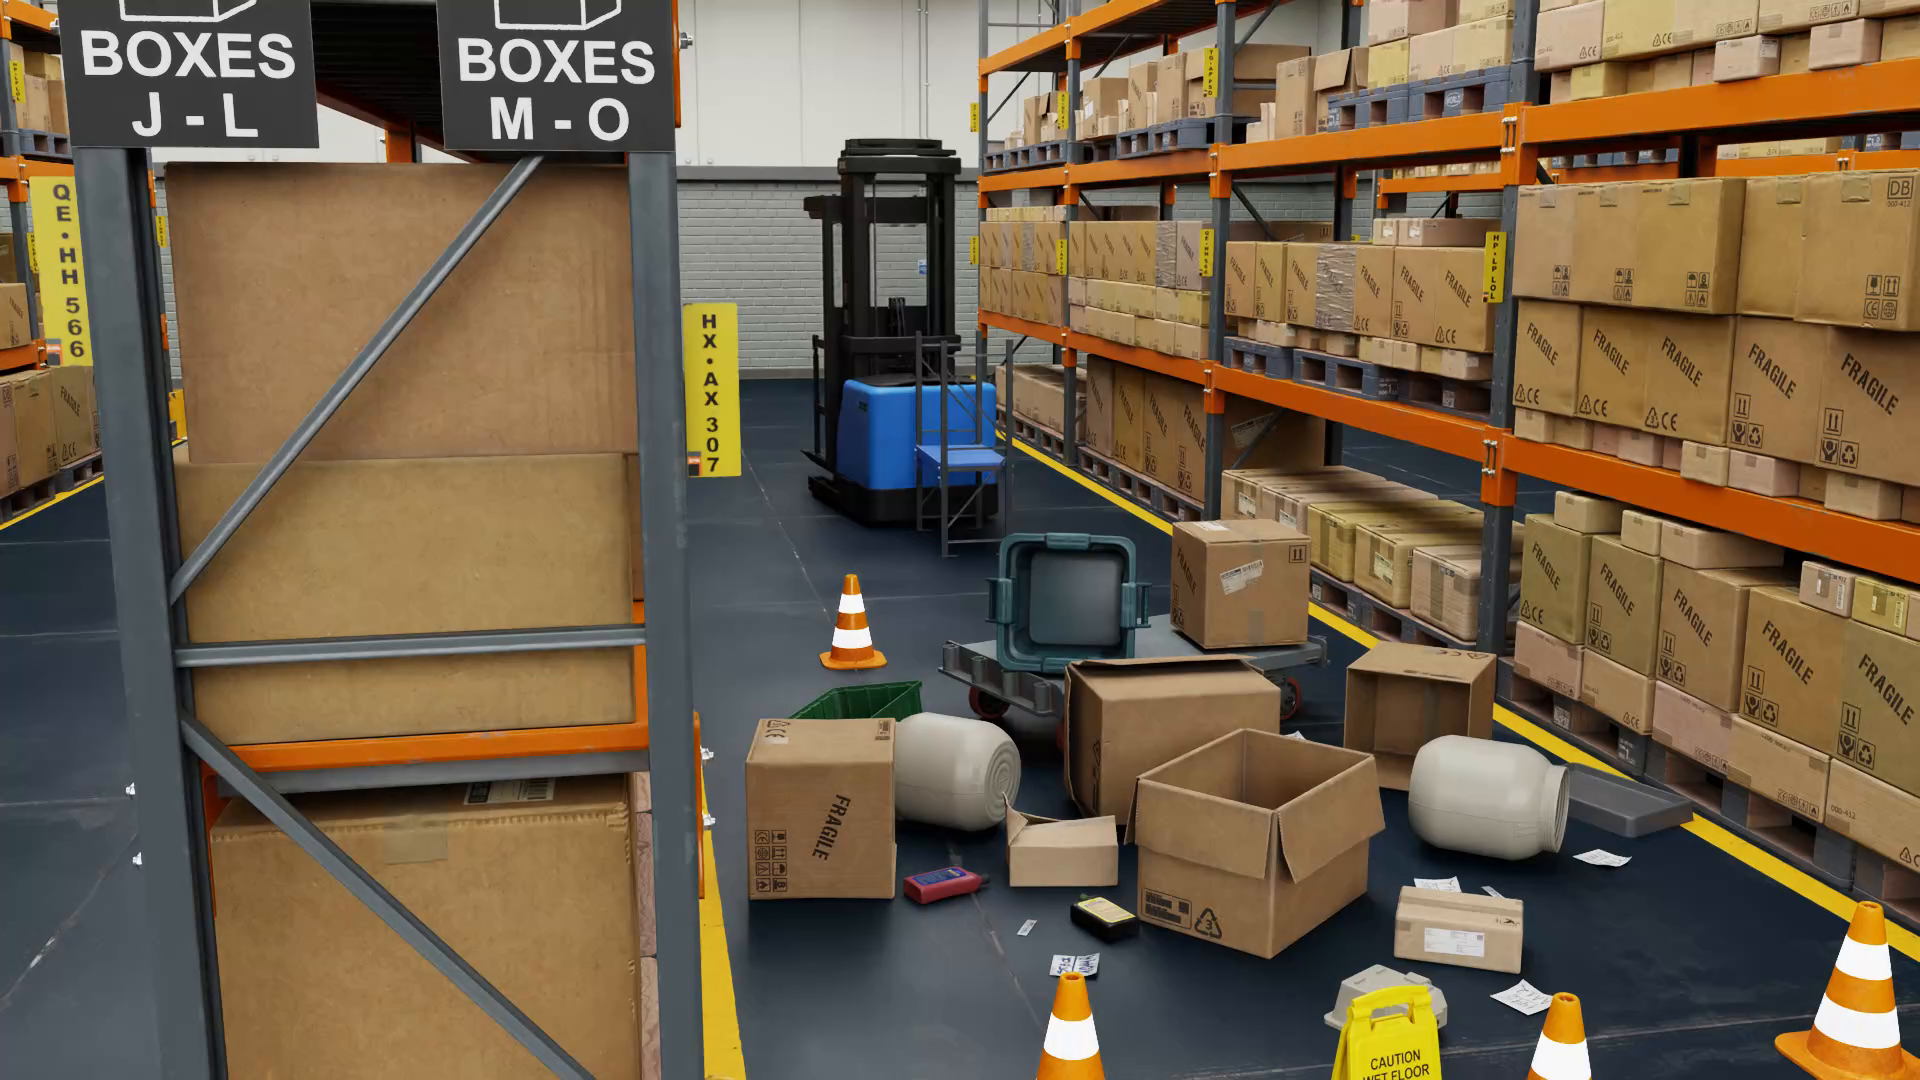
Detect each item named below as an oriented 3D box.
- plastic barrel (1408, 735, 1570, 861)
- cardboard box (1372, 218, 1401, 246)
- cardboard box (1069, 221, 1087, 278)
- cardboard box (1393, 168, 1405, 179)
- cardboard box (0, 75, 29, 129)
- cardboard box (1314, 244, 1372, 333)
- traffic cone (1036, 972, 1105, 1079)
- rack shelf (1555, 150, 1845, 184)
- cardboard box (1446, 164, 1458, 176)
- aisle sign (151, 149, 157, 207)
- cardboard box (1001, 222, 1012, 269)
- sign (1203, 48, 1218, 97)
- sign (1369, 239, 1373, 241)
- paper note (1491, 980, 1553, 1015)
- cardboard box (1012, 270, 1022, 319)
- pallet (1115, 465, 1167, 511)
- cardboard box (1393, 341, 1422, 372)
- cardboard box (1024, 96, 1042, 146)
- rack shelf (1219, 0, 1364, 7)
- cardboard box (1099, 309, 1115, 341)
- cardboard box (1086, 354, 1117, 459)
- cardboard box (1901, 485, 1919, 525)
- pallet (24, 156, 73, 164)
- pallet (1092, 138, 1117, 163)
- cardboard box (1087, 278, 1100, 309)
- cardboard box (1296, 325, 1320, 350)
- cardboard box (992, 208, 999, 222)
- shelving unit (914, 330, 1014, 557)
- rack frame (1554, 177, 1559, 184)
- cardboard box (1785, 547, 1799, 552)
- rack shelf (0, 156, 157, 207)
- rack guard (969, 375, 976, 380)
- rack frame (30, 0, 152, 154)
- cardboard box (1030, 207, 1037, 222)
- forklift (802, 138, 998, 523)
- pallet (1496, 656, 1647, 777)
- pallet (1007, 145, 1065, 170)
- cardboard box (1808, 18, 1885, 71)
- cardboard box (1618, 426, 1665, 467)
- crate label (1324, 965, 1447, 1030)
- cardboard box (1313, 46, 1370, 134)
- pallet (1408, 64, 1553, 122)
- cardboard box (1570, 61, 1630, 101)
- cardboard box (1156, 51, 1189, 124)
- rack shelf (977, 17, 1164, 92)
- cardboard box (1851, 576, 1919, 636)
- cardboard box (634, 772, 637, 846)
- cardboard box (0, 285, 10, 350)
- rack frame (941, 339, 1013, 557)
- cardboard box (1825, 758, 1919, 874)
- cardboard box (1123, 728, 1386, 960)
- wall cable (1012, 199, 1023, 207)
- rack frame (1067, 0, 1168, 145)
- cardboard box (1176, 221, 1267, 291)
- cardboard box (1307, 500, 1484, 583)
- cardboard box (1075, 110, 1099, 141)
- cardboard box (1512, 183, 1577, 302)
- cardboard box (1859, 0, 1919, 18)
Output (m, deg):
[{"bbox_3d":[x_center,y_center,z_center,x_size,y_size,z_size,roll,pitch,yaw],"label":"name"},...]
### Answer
[{"bbox_3d":[1.938,0.946,6.094,0.512,0.421,0.421,6,12,28],"label":"plastic barrel"},{"bbox_3d":[2.513,-1.701,9.192,0.380,0.149,0.250,-3,11,-13],"label":"cardboard box"},{"bbox_3d":[1.295,-2.646,15.133,0.500,0.500,0.500,-2,11,-10],"label":"cardboard box"},{"bbox_3d":[5.415,-4.395,19.913,0.380,0.149,0.250,-2,11,-10],"label":"cardboard box"},{"bbox_3d":[-8.441,-3.756,14.226,0.700,0.500,0.500,-3,11,-14],"label":"cardboard box"},{"bbox_3d":[2.438,-1.489,9.812,0.500,0.500,0.500,-3,11,-13],"label":"cardboard box"},{"bbox_3d":[0.279,1.300,4.129,0.336,0.463,0.334,-2,11,-11],"label":"traffic cone"},{"bbox_3d":[6.749,-3.131,14.527,1.077,0.370,4.000,-2,11,-11],"label":"rack shelf"},{"bbox_3d":[5.618,-4.110,18.417,0.380,0.149,0.250,-2,11,-11],"label":"cardboard box"},{"bbox_3d":[-8.727,-3.871,17.560,0.394,0.787,0.004,-2,11,-11],"label":"aisle sign"},{"bbox_3d":[0.742,-3.184,17.959,0.500,0.500,0.500,-2,11,-11],"label":"cardboard box"},{"bbox_3d":[1.723,-3.211,11.426,0.100,0.325,0.005,-2,11,-11],"label":"sign"},{"bbox_3d":[5.049,-3.517,20.337,0.100,0.325,0.005,-2,11,-11],"label":"sign"},{"bbox_3d":[1.689,1.362,4.960,0.148,0.019,0.142,-6,13,-31],"label":"paper note"},{"bbox_3d":[0.846,-2.604,17.588,0.500,0.500,0.500,-2,11,-9],"label":"cardboard box"},{"bbox_3d":[1.956,-0.464,14.069,1.003,0.211,1.213,-2,11,-11],"label":"pallet"},{"bbox_3d":[2.557,-0.992,8.933,0.380,0.149,0.250,-2,11,-12],"label":"cardboard box"},{"bbox_3d":[0.958,-4.333,17.260,0.500,0.500,0.500,-2,11,-10],"label":"cardboard box"},{"bbox_3d":[2.658,-3.493,9.477,1.077,0.370,4.000,-2,11,-11],"label":"rack shelf"},{"bbox_3d":[1.504,-1.843,14.259,0.500,0.250,0.500,-2,11,-11],"label":"cardboard box"},{"bbox_3d":[1.690,-1.248,15.292,0.875,0.875,0.875,-2,11,-9],"label":"cardboard box"},{"bbox_3d":[3.364,-0.122,5.485,0.380,0.149,0.250,-2,11,-10],"label":"cardboard box"},{"bbox_3d":[-8.612,-3.640,15.513,1.003,0.211,1.213,-2,11,-11],"label":"pallet"},{"bbox_3d":[1.718,-3.410,14.578,0.805,0.209,1.217,-3,11,-13],"label":"pallet"},{"bbox_3d":[1.429,-2.183,14.707,0.500,0.250,0.500,-2,11,-10],"label":"cardboard box"},{"bbox_3d":[2.337,-1.282,10.458,0.380,0.149,0.250,-1,11,-8],"label":"cardboard box"},{"bbox_3d":[0.570,-3.617,18.500,0.380,0.149,0.250,-2,11,-9],"label":"cardboard box"},{"bbox_3d":[0.017,-0.721,11.974,0.538,1.500,1.048,-2,11,-11],"label":"shelving unit"},{"bbox_3d":[6.360,-2.378,16.667,1.000,3.000,0.127,-2,11,-11],"label":"rack frame"},{"bbox_3d":[3.526,0.239,7.145,0.500,0.500,0.500,-2,11,-10],"label":"cardboard box"},{"bbox_3d":[-8.618,-3.323,15.536,1.077,0.370,4.000,-2,11,-11],"label":"rack shelf"},{"bbox_3d":[0.709,-1.707,19.826,1.175,0.500,0.348,-2,11,-11],"label":"rack guard"},{"bbox_3d":[-9.007,-5.517,17.115,1.000,3.000,0.127,-2,11,-11],"label":"rack frame"},{"bbox_3d":[0.933,-3.337,17.031,0.380,0.149,0.250,-2,11,-12],"label":"cardboard box"},{"bbox_3d":[-0.658,-1.805,13.843,1.130,2.935,3.031,-4,11,-18],"label":"forklift"},{"bbox_3d":[3.213,0.762,7.627,1.003,0.211,1.213,-2,11,-11],"label":"pallet"},{"bbox_3d":[1.109,-4.000,17.406,1.003,0.211,1.213,-2,11,-11],"label":"pallet"},{"bbox_3d":[3.139,-1.681,5.657,0.380,0.149,0.250,-2,11,-12],"label":"cardboard box"},{"bbox_3d":[2.989,-0.398,6.936,0.380,0.149,0.250,-2,11,-9],"label":"cardboard box"},{"bbox_3d":[1.240,1.339,4.793,0.250,0.136,0.298,-9,14,-40],"label":"crate label"},{"bbox_3d":[2.594,-2.709,10.106,0.797,0.503,0.637,-2,11,-11],"label":"cardboard box"},{"bbox_3d":[3.032,-2.228,8.359,1.213,0.211,1.003,-2,11,-11],"label":"pallet"},{"bbox_3d":[2.861,-1.963,7.138,0.380,0.149,0.250,-2,11,-11],"label":"cardboard box"},{"bbox_3d":[1.890,-3.367,12.449,0.700,0.500,0.500,-3,11,-14],"label":"cardboard box"},{"bbox_3d":[1.102,-4.961,17.186,1.077,0.370,4.000,-2,11,-11],"label":"rack shelf"},{"bbox_3d":[3.231,0.213,5.545,0.380,0.149,0.250,-2,11,-10],"label":"cardboard box"},{"bbox_3d":[-1.556,0.590,5.635,0.875,0.875,0.875,-2,11,-11],"label":"cardboard box"},{"bbox_3d":[-7.781,-1.719,12.936,0.500,0.500,0.500,-2,11,-9],"label":"cardboard box"},{"bbox_3d":[0.115,-0.628,11.484,0.500,1.500,0.032,-2,11,-11],"label":"rack frame"},{"bbox_3d":[3.311,0.915,5.598,0.500,0.250,0.500,-2,11,-11],"label":"cardboard box"},{"bbox_3d":[1.000,1.001,5.594,0.637,0.503,0.797,9,14,38],"label":"cardboard box"},{"bbox_3d":[0.983,-4.516,25.186,0.588,1.984,0.122,-2,11,-11],"label":"wall cable"},{"bbox_3d":[1.491,-5.144,15.154,1.000,3.000,0.127,-2,11,-11],"label":"rack frame"},{"bbox_3d":[1.912,-2.089,12.206,0.500,0.500,0.500,-2,11,-13],"label":"cardboard box"},{"bbox_3d":[2.663,0.000,10.079,0.950,0.372,0.625,-2,11,-9],"label":"cardboard box"},{"bbox_3d":[1.245,-3.706,14.859,0.396,0.266,0.258,-2,11,-12],"label":"cardboard box"},{"bbox_3d":[2.920,-1.327,7.410,0.700,0.500,0.500,-2,11,-12],"label":"cardboard box"},{"bbox_3d":[3.259,-1.813,5.283,0.500,0.250,0.500,-2,11,-9],"label":"cardboard box"}]
